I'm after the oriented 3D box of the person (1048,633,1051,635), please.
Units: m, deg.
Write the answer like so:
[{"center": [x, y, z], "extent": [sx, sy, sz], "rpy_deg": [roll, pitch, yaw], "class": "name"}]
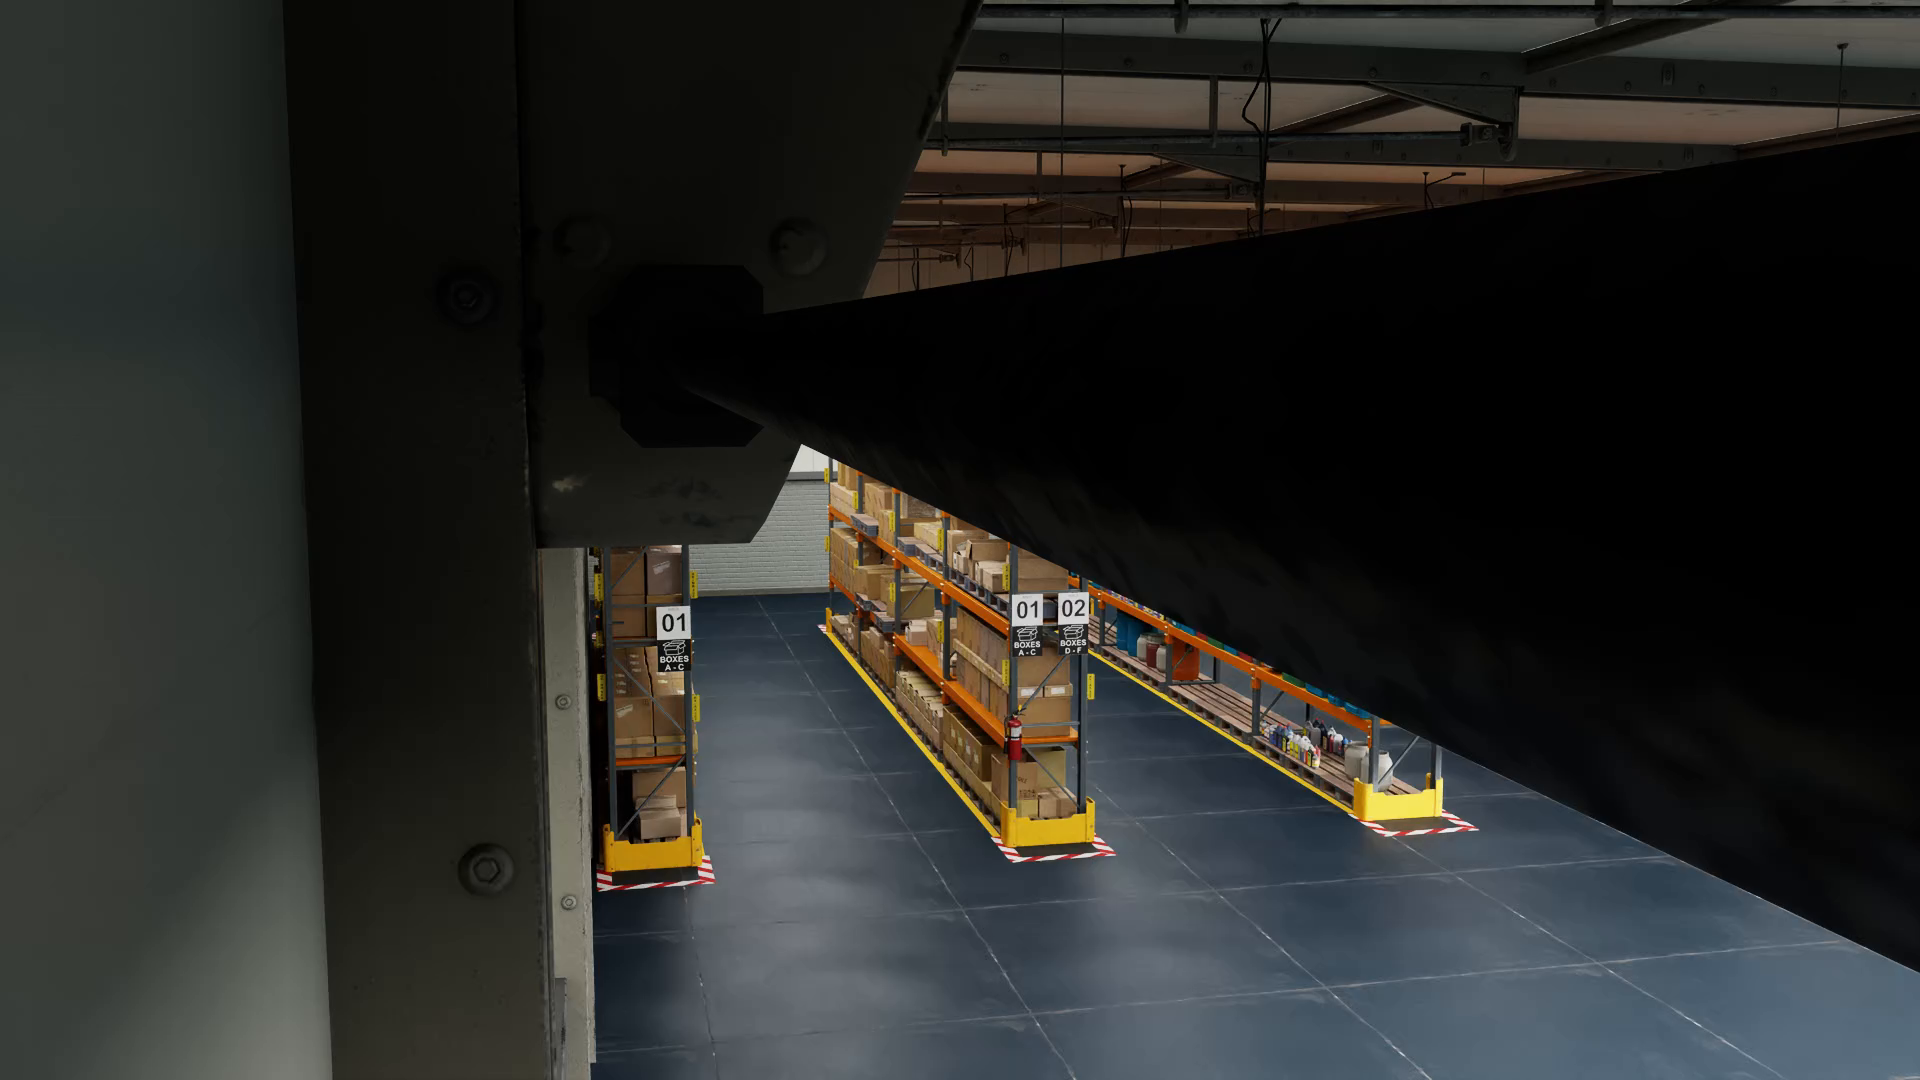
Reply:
[{"center": [1.350, 2.173, 28.280], "extent": [0.579, 1.697, 0.717], "rpy_deg": [-2, 7, -17], "class": "person"}]
